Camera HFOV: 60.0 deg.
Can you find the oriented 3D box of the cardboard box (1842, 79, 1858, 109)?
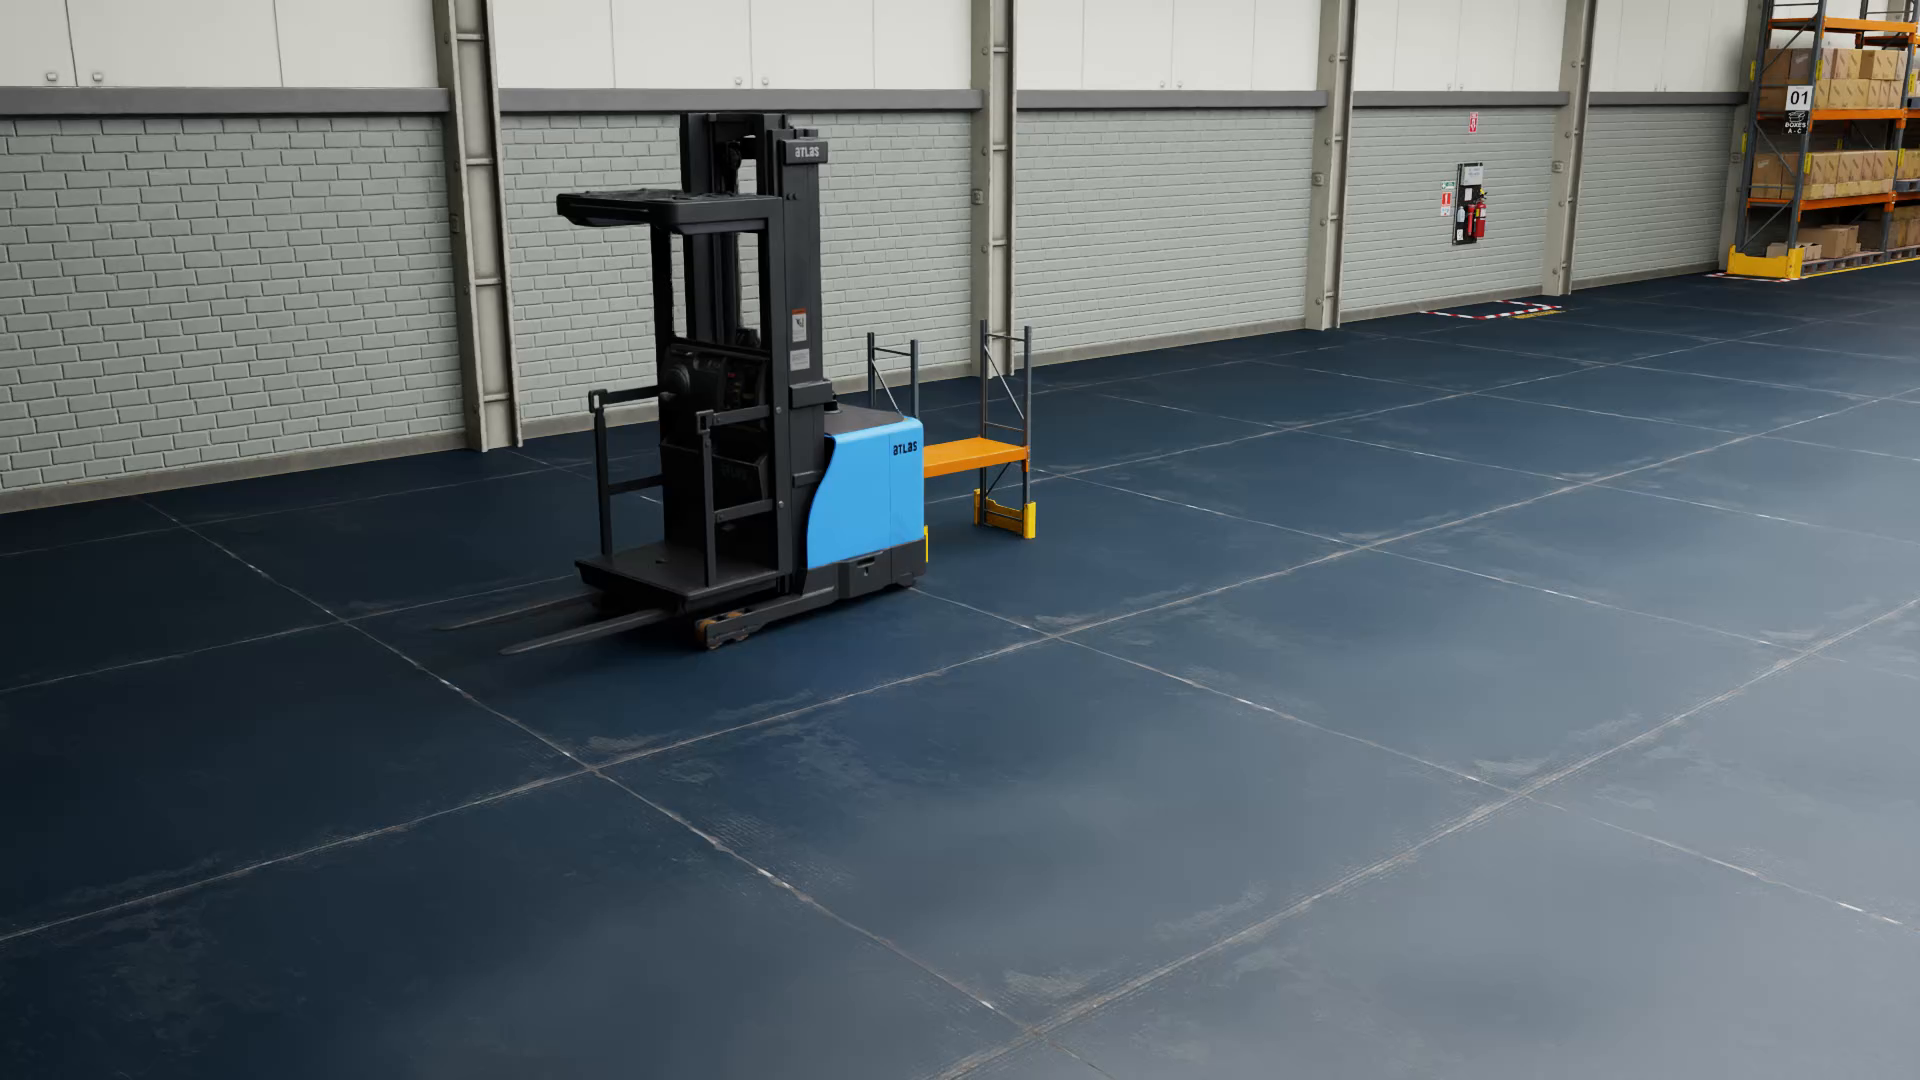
[{"bbox_3d":[15.216,-7.753,28.919,0.500,0.500,0.500,-12,19,-37],"label":"cardboard box"}]

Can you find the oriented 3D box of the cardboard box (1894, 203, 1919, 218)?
[{"bbox_3d":[18.652,-6.483,32.747,0.500,0.250,0.500,-13,20,-40],"label":"cardboard box"}]

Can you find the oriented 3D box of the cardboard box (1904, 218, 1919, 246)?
[{"bbox_3d":[18.312,-6.052,32.585,0.500,0.500,0.700,-12,19,-39],"label":"cardboard box"}]

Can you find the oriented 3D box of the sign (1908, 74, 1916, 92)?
[{"bbox_3d":[17.362,-8.338,30.337,0.005,0.325,0.100,-13,19,-39],"label":"sign"}]

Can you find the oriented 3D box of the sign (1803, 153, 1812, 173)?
[{"bbox_3d":[14.338,-6.378,28.138,0.005,0.325,0.100,-13,19,-39],"label":"sign"}]

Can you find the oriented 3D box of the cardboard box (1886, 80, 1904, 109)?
[{"bbox_3d":[16.779,-8.116,30.277,0.500,0.500,0.500,-12,19,-38],"label":"cardboard box"}]

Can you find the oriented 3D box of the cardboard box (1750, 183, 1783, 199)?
[{"bbox_3d":[14.207,-6.120,29.100,0.500,0.250,0.500,-12,19,-39],"label":"cardboard box"}]

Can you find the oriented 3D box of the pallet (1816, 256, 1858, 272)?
[{"bbox_3d":[15.595,-5.067,30.312,1.213,0.211,1.003,-13,19,-39],"label":"pallet"}]

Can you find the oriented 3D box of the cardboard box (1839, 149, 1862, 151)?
[{"bbox_3d":[16.508,-7.004,30.956,0.500,0.500,0.500,-13,20,-41],"label":"cardboard box"}]

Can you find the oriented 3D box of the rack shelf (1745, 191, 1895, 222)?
[{"bbox_3d":[15.491,-6.057,30.006,4.000,0.370,1.077,-13,19,-39],"label":"rack shelf"}]

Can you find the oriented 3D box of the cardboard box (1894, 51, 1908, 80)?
[{"bbox_3d":[16.800,-8.596,30.135,0.500,0.500,0.500,14,20,42],"label":"cardboard box"}]

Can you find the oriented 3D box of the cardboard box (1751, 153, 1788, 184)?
[{"bbox_3d":[14.198,-6.486,29.019,0.500,0.500,0.500,-13,20,-40],"label":"cardboard box"}]

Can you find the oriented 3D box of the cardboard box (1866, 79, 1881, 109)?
[{"bbox_3d":[15.998,-7.932,29.588,0.500,0.500,0.500,-14,20,-41],"label":"cardboard box"}]

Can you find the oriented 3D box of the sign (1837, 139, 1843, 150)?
[{"bbox_3d":[16.633,-7.410,31.435,0.005,0.325,0.100,-13,19,-39],"label":"sign"}]

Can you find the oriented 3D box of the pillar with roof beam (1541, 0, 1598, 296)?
[{"bbox_3d":[12.242,-7.396,22.002,0.400,9.000,9.100,-13,19,-39],"label":"pillar with roof beam"}]

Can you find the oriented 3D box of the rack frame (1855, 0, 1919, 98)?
[{"bbox_3d":[17.000,-9.641,30.408,0.127,3.000,1.000,-13,19,-39],"label":"rack frame"}]

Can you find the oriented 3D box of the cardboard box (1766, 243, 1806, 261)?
[{"bbox_3d":[14.563,-5.079,29.308,0.500,0.311,0.500,13,20,41],"label":"cardboard box"}]

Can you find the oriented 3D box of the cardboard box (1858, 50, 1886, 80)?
[{"bbox_3d":[16.006,-8.410,29.441,0.500,0.500,0.500,-14,20,-41],"label":"cardboard box"}]

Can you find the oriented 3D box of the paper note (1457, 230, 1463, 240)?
[{"bbox_3d":[7.348,-4.483,24.426,0.142,0.148,0.016,-13,19,-39],"label":"paper note"}]

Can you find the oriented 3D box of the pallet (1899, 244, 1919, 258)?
[{"bbox_3d":[18.507,-5.736,32.814,1.213,0.211,1.003,-13,19,-39],"label":"pallet"}]

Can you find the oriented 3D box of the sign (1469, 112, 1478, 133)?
[{"bbox_3d":[7.455,-6.063,24.143,0.199,0.298,0.001,-13,19,-39],"label":"sign"}]

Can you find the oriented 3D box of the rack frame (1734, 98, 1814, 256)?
[{"bbox_3d":[13.982,-6.065,28.645,0.127,3.000,1.000,-13,19,-39],"label":"rack frame"}]

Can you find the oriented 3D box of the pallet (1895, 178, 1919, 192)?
[{"bbox_3d":[17.672,-6.752,31.585,1.213,0.211,1.003,-13,19,-39],"label":"pallet"}]

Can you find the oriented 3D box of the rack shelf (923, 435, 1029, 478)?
[{"bbox_3d":[-0.064,-0.536,11.549,1.000,0.185,0.538,-13,19,-39],"label":"rack shelf"}]

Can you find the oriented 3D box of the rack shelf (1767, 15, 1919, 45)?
[{"bbox_3d":[15.491,-8.954,29.233,4.000,0.370,1.077,-13,19,-39],"label":"rack shelf"}]

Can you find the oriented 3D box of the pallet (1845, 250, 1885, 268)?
[{"bbox_3d":[16.516,-5.275,31.090,1.213,0.211,1.003,-13,19,-39],"label":"pallet"}]

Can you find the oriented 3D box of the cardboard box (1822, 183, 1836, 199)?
[{"bbox_3d":[14.941,-6.114,29.080,0.500,0.250,0.500,-13,20,-41],"label":"cardboard box"}]

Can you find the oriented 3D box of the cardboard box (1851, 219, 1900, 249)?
[{"bbox_3d":[17.544,-5.876,31.927,0.500,0.500,0.700,-12,19,-38],"label":"cardboard box"}]

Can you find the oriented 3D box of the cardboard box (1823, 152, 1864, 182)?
[{"bbox_3d":[15.694,-6.645,29.614,0.500,0.500,0.500,-12,19,-38],"label":"cardboard box"}]

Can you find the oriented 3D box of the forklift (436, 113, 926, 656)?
[{"bbox_3d":[-1.589,-0.947,9.616,1.130,2.935,3.031,14,20,41],"label":"forklift"}]

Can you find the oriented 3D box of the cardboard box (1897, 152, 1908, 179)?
[{"bbox_3d":[17.406,-7.084,31.410,0.500,0.500,0.700,-13,19,-39],"label":"cardboard box"}]

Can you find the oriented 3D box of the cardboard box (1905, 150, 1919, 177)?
[{"bbox_3d":[18.308,-7.294,32.200,0.500,0.500,0.700,-10,18,-32],"label":"cardboard box"}]

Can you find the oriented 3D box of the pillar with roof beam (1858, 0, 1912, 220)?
[{"bbox_3d":[21.295,-9.429,29.613,0.400,9.000,9.100,-13,19,-39],"label":"pillar with roof beam"}]

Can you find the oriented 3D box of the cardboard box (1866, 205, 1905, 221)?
[{"bbox_3d":[17.874,-6.313,32.112,0.500,0.250,0.500,-13,20,-41],"label":"cardboard box"}]

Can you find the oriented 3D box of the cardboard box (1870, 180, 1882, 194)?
[{"bbox_3d":[16.460,-6.458,30.367,0.500,0.250,0.500,-13,19,-39],"label":"cardboard box"}]

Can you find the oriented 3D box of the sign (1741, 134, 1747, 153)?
[{"bbox_3d":[13.633,-6.889,28.872,0.005,0.325,0.100,-13,19,-39],"label":"sign"}]

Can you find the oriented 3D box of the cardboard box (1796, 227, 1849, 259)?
[{"bbox_3d":[15.579,-5.381,30.074,0.500,0.500,0.700,-14,21,-43],"label":"cardboard box"}]

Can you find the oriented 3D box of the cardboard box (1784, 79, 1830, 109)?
[{"bbox_3d":[14.398,-7.581,28.272,0.500,0.500,0.500,-12,19,-38],"label":"cardboard box"}]

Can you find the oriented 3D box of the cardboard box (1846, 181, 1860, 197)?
[{"bbox_3d":[15.712,-6.285,29.717,0.500,0.250,0.500,-12,19,-39],"label":"cardboard box"}]

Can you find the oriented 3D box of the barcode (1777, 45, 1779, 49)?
[{"bbox_3d":[14.189,-8.553,28.853,0.075,0.075,0.001,-13,19,-39],"label":"barcode"}]

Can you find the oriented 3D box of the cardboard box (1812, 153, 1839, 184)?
[{"bbox_3d":[14.919,-6.469,28.955,0.500,0.500,0.500,-13,19,-39],"label":"cardboard box"}]

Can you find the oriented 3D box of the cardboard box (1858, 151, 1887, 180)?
[{"bbox_3d":[16.473,-6.817,30.256,0.500,0.500,0.500,-13,20,-40],"label":"cardboard box"}]

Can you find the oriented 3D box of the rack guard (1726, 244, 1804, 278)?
[{"bbox_3d":[14.039,-4.871,29.016,0.348,0.500,1.175,-13,19,-39],"label":"rack guard"}]

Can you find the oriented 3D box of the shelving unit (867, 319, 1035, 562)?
[{"bbox_3d":[-0.058,-0.712,11.508,1.083,1.500,0.587,-13,19,-39],"label":"shelving unit"}]

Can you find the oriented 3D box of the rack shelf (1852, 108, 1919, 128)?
[{"bbox_3d":[18.508,-8.184,32.156,4.000,0.370,1.077,-13,19,-39],"label":"rack shelf"}]

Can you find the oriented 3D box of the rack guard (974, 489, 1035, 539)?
[{"bbox_3d":[0.318,-0.192,11.985,0.087,0.250,0.587,-13,19,-39],"label":"rack guard"}]

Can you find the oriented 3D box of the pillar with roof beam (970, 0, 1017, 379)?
[{"bbox_3d":[3.189,-5.363,14.392,0.400,9.000,9.100,-13,19,-39],"label":"pillar with roof beam"}]

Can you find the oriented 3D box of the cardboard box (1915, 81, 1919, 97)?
[{"bbox_3d":[17.929,-8.533,31.431,0.500,0.311,0.500,-12,19,-38],"label":"cardboard box"}]

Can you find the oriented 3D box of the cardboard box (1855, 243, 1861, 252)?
[{"bbox_3d":[16.616,-5.490,31.130,0.380,0.166,0.250,13,20,40],"label":"cardboard box"}]

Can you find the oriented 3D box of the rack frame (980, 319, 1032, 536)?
[{"bbox_3d":[0.319,-0.796,11.825,0.032,1.500,0.500,-13,19,-39],"label":"rack frame"}]

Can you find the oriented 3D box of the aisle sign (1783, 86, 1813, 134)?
[{"bbox_3d":[14.125,-7.251,28.045,0.004,0.787,0.394,-13,19,-39],"label":"aisle sign"}]

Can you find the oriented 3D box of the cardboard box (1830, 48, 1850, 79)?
[{"bbox_3d":[14.844,-8.149,28.462,0.500,0.500,0.500,-13,20,-40],"label":"cardboard box"}]
